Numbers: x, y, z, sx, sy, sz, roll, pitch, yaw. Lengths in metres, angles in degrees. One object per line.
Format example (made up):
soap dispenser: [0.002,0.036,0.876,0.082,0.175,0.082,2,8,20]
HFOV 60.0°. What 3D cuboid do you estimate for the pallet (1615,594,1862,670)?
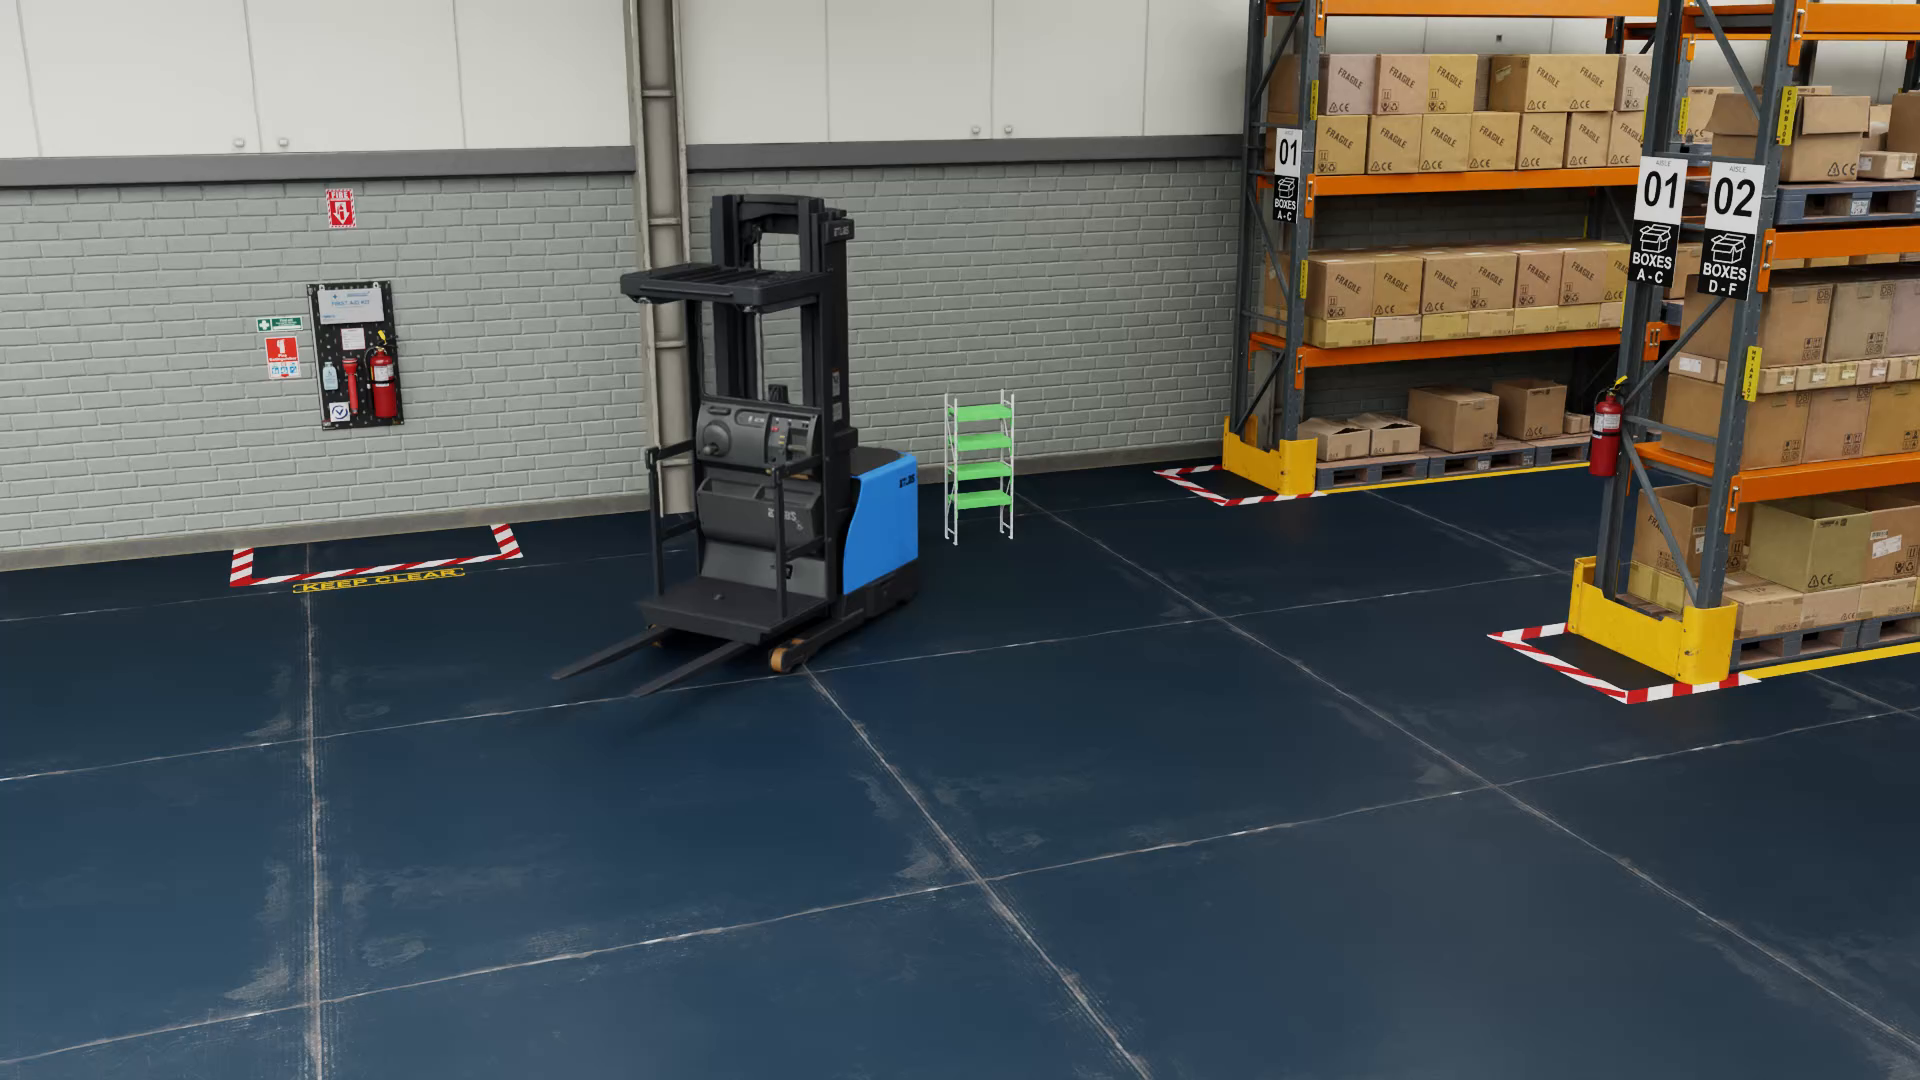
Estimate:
pallet: [5.269,0.557,11.328,1.213,0.211,1.003,-6,17,-20]

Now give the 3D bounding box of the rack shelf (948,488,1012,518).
rack shelf: [0.155,-0.301,13.572,0.480,0.148,0.258,-6,17,-20]

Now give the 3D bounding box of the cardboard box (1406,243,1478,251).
cardboard box: [4.583,-2.549,15.855,0.500,0.500,0.500,-6,17,-19]

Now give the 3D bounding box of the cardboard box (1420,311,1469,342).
cardboard box: [4.321,-2.005,15.334,0.500,0.250,0.500,-6,18,-21]

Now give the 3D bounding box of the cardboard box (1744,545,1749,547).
cardboard box: [5.894,0.188,11.768,0.500,0.250,0.500,-6,17,-20]

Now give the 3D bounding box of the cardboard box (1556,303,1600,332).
cardboard box: [5.727,-2.161,15.866,0.500,0.250,0.500,-6,17,-20]

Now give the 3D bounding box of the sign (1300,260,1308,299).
sign: [2.988,-2.269,14.464,0.005,0.325,0.100,-6,17,-20]

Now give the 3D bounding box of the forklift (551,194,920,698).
forklift: [-1.441,-0.695,10.765,1.130,2.935,3.031,9,19,27]

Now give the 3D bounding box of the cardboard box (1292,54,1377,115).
cardboard box: [3.240,-3.948,14.406,0.500,0.500,0.500,-8,18,-24]

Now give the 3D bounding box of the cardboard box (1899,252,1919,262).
cardboard box: [9.829,-3.012,17.572,0.500,0.500,0.700,-8,18,-27]

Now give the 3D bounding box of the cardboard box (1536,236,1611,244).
cardboard box: [6.015,-2.704,16.384,0.500,0.500,0.500,-7,18,-21]

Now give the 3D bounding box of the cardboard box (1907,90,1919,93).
cardboard box: [6.722,-2.721,11.040,0.637,0.503,0.797,-4,17,-14]

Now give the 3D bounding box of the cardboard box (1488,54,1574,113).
cardboard box: [5.166,-4.141,15.064,0.500,0.500,0.500,-7,18,-22]

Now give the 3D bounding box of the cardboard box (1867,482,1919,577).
cardboard box: [6.552,-0.081,11.355,0.500,0.500,0.500,-6,17,-20]

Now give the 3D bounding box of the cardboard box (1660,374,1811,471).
cardboard box: [5.010,-0.785,10.770,0.500,0.500,0.700,-6,17,-20]

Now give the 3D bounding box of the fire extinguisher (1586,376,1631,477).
fire extinguisher: [4.293,-0.766,11.021,0.183,0.674,0.296,-6,17,-20]

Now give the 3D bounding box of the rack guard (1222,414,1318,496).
rack guard: [2.865,-0.804,15.450,0.348,0.500,1.175,-6,17,-20]

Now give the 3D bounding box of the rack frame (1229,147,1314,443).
rack frame: [2.794,-1.996,15.072,0.127,3.000,1.000,-6,17,-20]

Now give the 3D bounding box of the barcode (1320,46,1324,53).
barcode: [3.278,-4.454,15.102,0.075,0.075,0.001,-6,17,-20]

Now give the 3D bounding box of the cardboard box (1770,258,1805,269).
cardboard box: [8.144,-2.830,16.953,0.500,0.500,0.700,-4,17,-12]

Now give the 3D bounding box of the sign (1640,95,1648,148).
sign: [4.388,-2.663,10.590,0.005,0.325,0.100,-6,17,-20]

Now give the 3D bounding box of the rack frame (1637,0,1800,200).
rack frame: [4.570,-3.572,9.790,0.127,3.000,1.000,-6,17,-20]

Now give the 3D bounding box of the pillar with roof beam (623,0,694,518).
pillar with roof beam: [-0.925,-3.435,9.325,0.400,9.000,9.100,-6,17,-20]

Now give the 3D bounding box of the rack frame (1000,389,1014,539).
rack frame: [0.382,-0.617,13.570,0.015,1.200,0.240,-6,17,-20]

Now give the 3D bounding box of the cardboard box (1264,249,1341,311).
cardboard box: [3.158,-2.397,15.337,0.500,0.500,0.500,-6,18,-21]

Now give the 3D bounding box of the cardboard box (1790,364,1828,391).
cardboard box: [5.259,-1.063,10.564,0.250,0.149,0.380,-7,18,-22]

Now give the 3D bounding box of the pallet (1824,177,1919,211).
pallet: [6.380,-2.278,10.867,1.213,0.211,1.003,-6,17,-20]

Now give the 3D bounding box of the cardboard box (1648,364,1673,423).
cardboard box: [7.210,-1.490,17.003,0.500,0.500,0.700,-6,17,-18]

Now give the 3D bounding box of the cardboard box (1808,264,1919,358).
cardboard box: [6.019,-1.518,10.964,0.500,0.500,0.700,-6,17,-20]

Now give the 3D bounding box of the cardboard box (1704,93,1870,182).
cardboard box: [5.108,-2.507,10.312,0.637,0.503,0.797,-5,17,-16]

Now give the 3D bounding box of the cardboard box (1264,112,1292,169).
cardboard box: [3.093,-3.602,15.003,0.500,0.500,0.500,-5,17,-16]

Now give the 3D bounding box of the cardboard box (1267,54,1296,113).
cardboard box: [3.103,-4.085,14.874,0.500,0.500,0.500,-5,17,-18]

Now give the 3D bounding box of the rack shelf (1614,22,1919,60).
rack shelf: [8.396,-4.942,16.444,4.000,0.370,1.077,-6,17,-20]

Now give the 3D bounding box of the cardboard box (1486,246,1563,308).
cardboard box: [5.260,-2.468,15.579,0.500,0.500,0.500,-7,18,-22]

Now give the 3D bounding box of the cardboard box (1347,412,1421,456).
cardboard box: [4.004,-1.021,15.741,0.500,0.311,0.500,-5,17,-15]

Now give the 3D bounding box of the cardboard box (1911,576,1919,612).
cardboard box: [6.551,0.278,11.462,0.500,0.250,0.500,-6,17,-20]

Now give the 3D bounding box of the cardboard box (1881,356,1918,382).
cardboard box: [5.977,-1.140,10.827,0.250,0.149,0.380,-7,18,-22]

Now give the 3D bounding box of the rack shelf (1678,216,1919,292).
rack shelf: [6.437,-1.989,11.000,4.000,0.370,1.077,-6,17,-20]

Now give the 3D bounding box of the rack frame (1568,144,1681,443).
rack frame: [6.529,-2.399,16.445,0.127,3.000,1.000,-6,17,-20]

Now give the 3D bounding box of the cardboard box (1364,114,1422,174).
cardboard box: [3.710,-3.506,14.676,0.500,0.500,0.500,-5,17,-16]

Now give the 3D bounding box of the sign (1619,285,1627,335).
sign: [4.388,-1.507,10.929,0.005,0.325,0.100,-6,17,-20]

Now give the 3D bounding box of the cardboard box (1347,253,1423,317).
cardboard box: [3.812,-2.310,15.040,0.500,0.500,0.500,-6,17,-20]

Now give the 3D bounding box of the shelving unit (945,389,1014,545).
shelving unit: [0.155,-0.592,13.486,0.503,1.200,0.258,-6,17,-20]

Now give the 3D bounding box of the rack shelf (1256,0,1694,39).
rack shelf: [4.661,-4.729,15.015,4.000,0.370,1.077,-6,17,-20]

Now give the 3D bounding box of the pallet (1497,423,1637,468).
pallet: [5.914,-0.984,16.576,1.213,0.211,1.003,-6,17,-20]

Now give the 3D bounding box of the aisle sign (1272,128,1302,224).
aisle sign: [2.834,-3.157,14.412,0.004,0.787,0.394,-6,17,-20]

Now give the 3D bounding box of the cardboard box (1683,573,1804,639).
cardboard box: [5.150,0.429,10.948,0.500,0.250,0.500,-6,17,-20]

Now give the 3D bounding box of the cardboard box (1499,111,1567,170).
cardboard box: [5.165,-3.667,15.224,0.500,0.500,0.500,-7,18,-22]

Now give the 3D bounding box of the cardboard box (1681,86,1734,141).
cardboard box: [7.068,-4.122,16.065,0.500,0.500,0.500,-4,17,-12]

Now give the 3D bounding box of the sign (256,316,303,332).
sign: [-5.332,-1.691,13.030,0.331,0.109,0.001,-6,17,-20]

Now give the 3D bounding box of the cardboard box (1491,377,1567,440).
cardboard box: [5.574,-1.296,16.343,0.500,0.500,0.500,-8,18,-24]
